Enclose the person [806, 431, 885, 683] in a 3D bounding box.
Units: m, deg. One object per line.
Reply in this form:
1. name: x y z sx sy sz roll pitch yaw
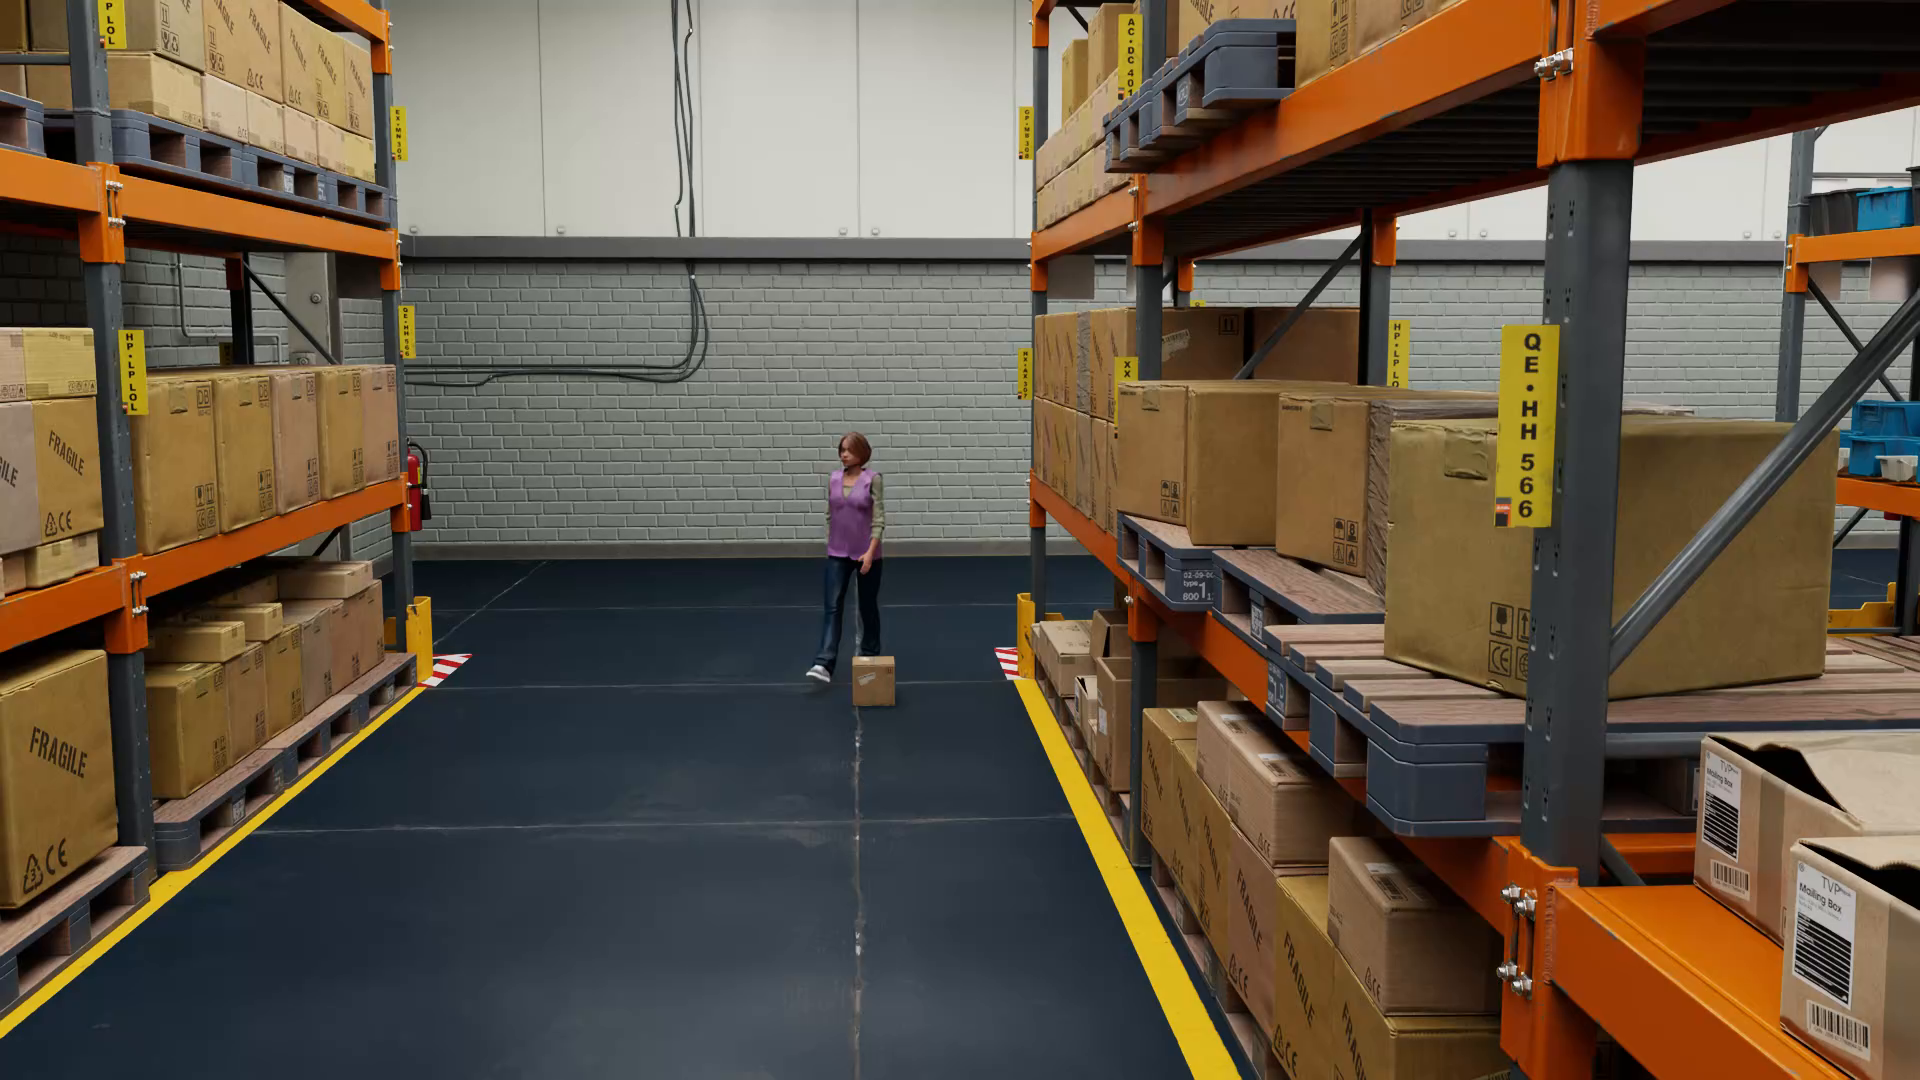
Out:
1. person: -0.680 0.113 10.319 0.417 1.558 0.883 1 7 11
